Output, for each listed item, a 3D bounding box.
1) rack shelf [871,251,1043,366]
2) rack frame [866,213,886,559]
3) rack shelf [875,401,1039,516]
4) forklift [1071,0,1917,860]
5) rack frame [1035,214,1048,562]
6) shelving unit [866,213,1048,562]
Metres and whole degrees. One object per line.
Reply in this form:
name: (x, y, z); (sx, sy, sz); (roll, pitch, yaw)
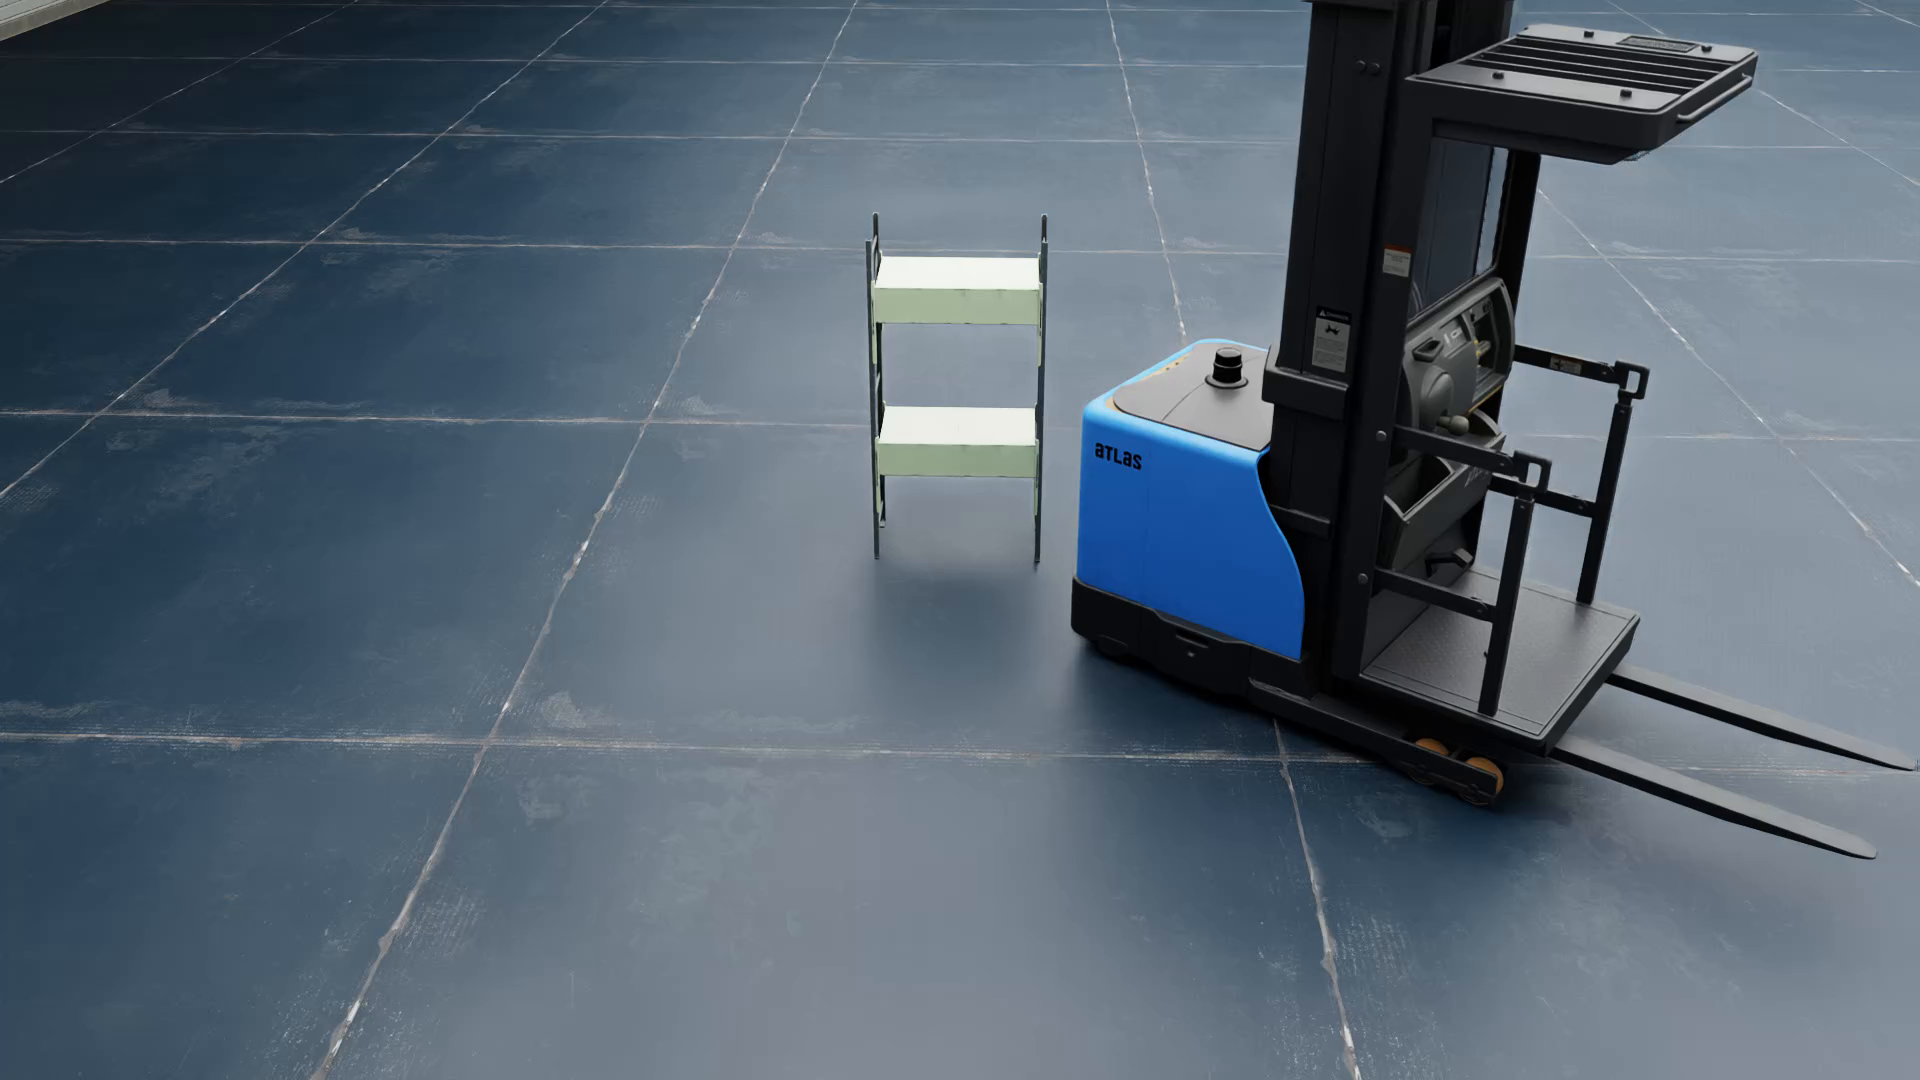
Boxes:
rack shelf: (-0.007, -1.008, 7.216); (0.720, 0.370, 0.431); (1, 28, 2)
rack frame: (-0.372, -0.669, 7.410); (0.023, 1.500, 0.400); (1, 28, 2)
rack shelf: (-0.007, -0.375, 7.552); (0.720, 0.370, 0.431); (1, 28, 2)
forklift: (1.940, -0.628, 5.806); (3.031, 2.935, 1.130); (20, 34, 33)
rack frame: (0.359, -0.657, 7.388); (0.023, 1.500, 0.400); (1, 28, 2)
shelving unit: (-0.007, -0.663, 7.399); (0.755, 1.500, 0.431); (1, 28, 2)
